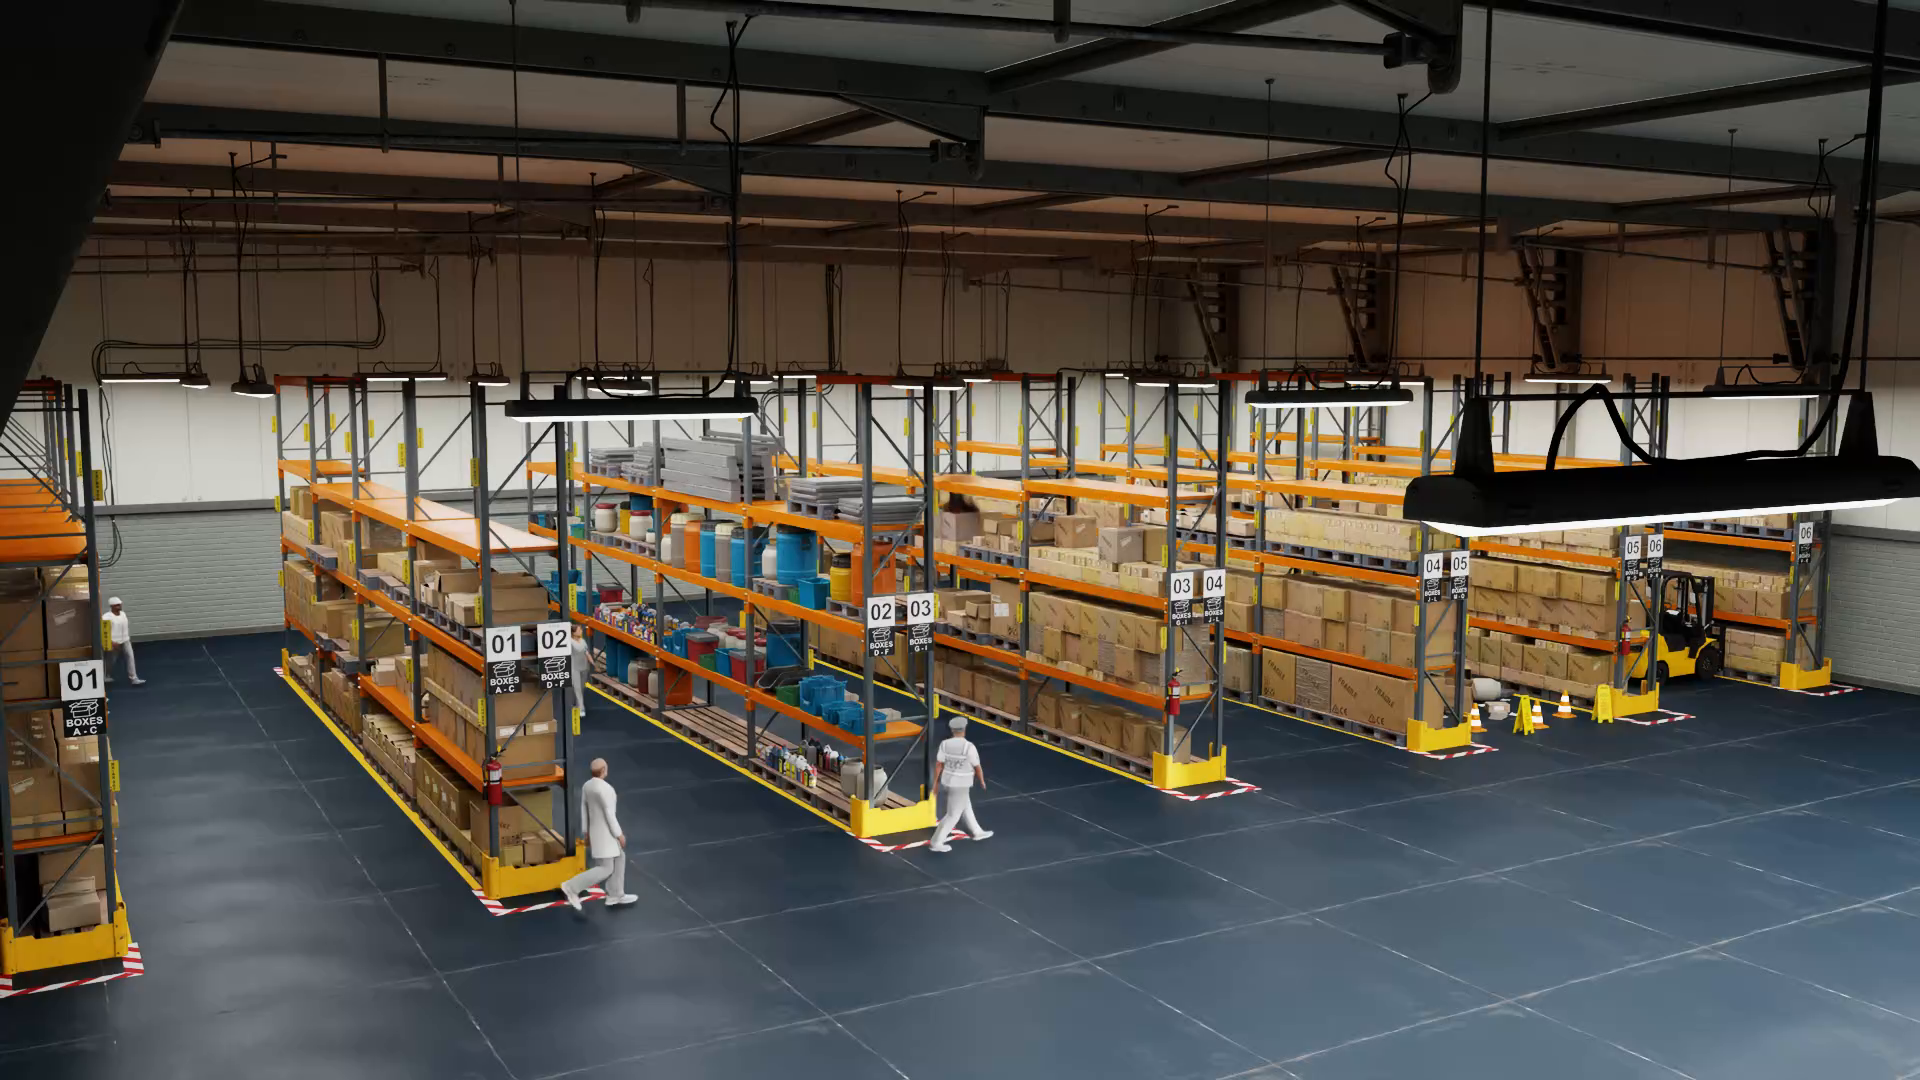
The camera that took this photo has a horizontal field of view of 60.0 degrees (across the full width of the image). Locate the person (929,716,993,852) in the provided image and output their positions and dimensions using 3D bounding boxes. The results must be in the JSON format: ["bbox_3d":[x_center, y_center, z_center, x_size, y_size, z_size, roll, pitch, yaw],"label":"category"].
[{"bbox_3d":[0.054,3.116,21.407,1.066,1.701,0.526,-3,7,-27],"label":"person"}]

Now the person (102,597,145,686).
[{"bbox_3d":[-16.267,1.962,32.143,1.025,1.726,0.585,3,7,29],"label":"person"}]

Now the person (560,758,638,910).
[{"bbox_3d":[-4.154,3.368,19.076,0.879,1.739,0.525,-2,6,-16],"label":"person"}]

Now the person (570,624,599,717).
[{"bbox_3d":[-6.728,2.287,29.505,0.589,1.612,1.039,-4,7,-31],"label":"person"}]
